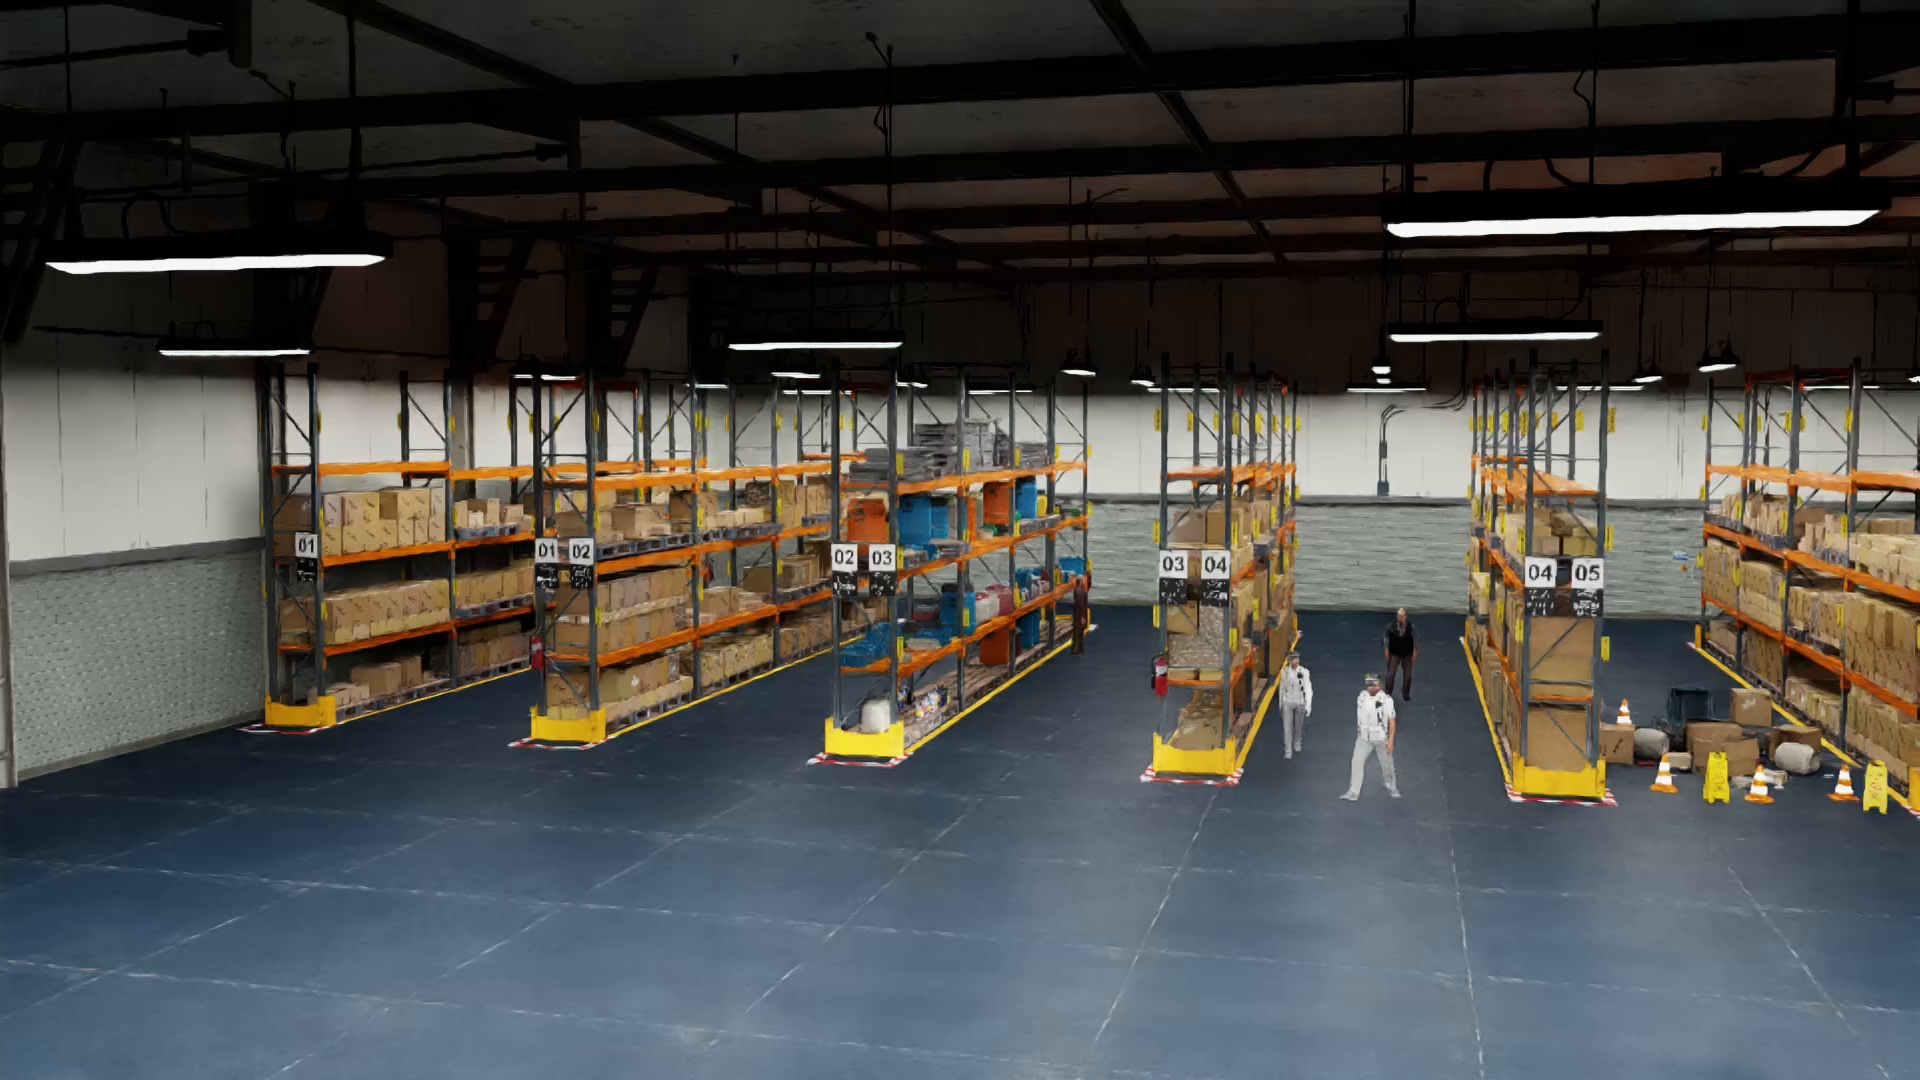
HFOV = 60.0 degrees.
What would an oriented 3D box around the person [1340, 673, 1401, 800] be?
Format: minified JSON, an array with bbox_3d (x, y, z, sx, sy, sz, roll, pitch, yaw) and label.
[{"bbox_3d":[5.479,2.595,22.043,0.586,1.710,0.966,3,5,38],"label":"person"}]

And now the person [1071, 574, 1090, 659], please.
[{"bbox_3d":[2.566,1.612,35.285,0.445,1.780,0.674,0,4,0],"label":"person"}]

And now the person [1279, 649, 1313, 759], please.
[{"bbox_3d":[5.027,2.429,24.922,0.500,1.625,0.997,1,4,13],"label":"person"}]

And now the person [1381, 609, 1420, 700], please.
[{"bbox_3d":[7.951,2.062,30.032,0.677,1.674,0.532,1,4,12],"label":"person"}]
